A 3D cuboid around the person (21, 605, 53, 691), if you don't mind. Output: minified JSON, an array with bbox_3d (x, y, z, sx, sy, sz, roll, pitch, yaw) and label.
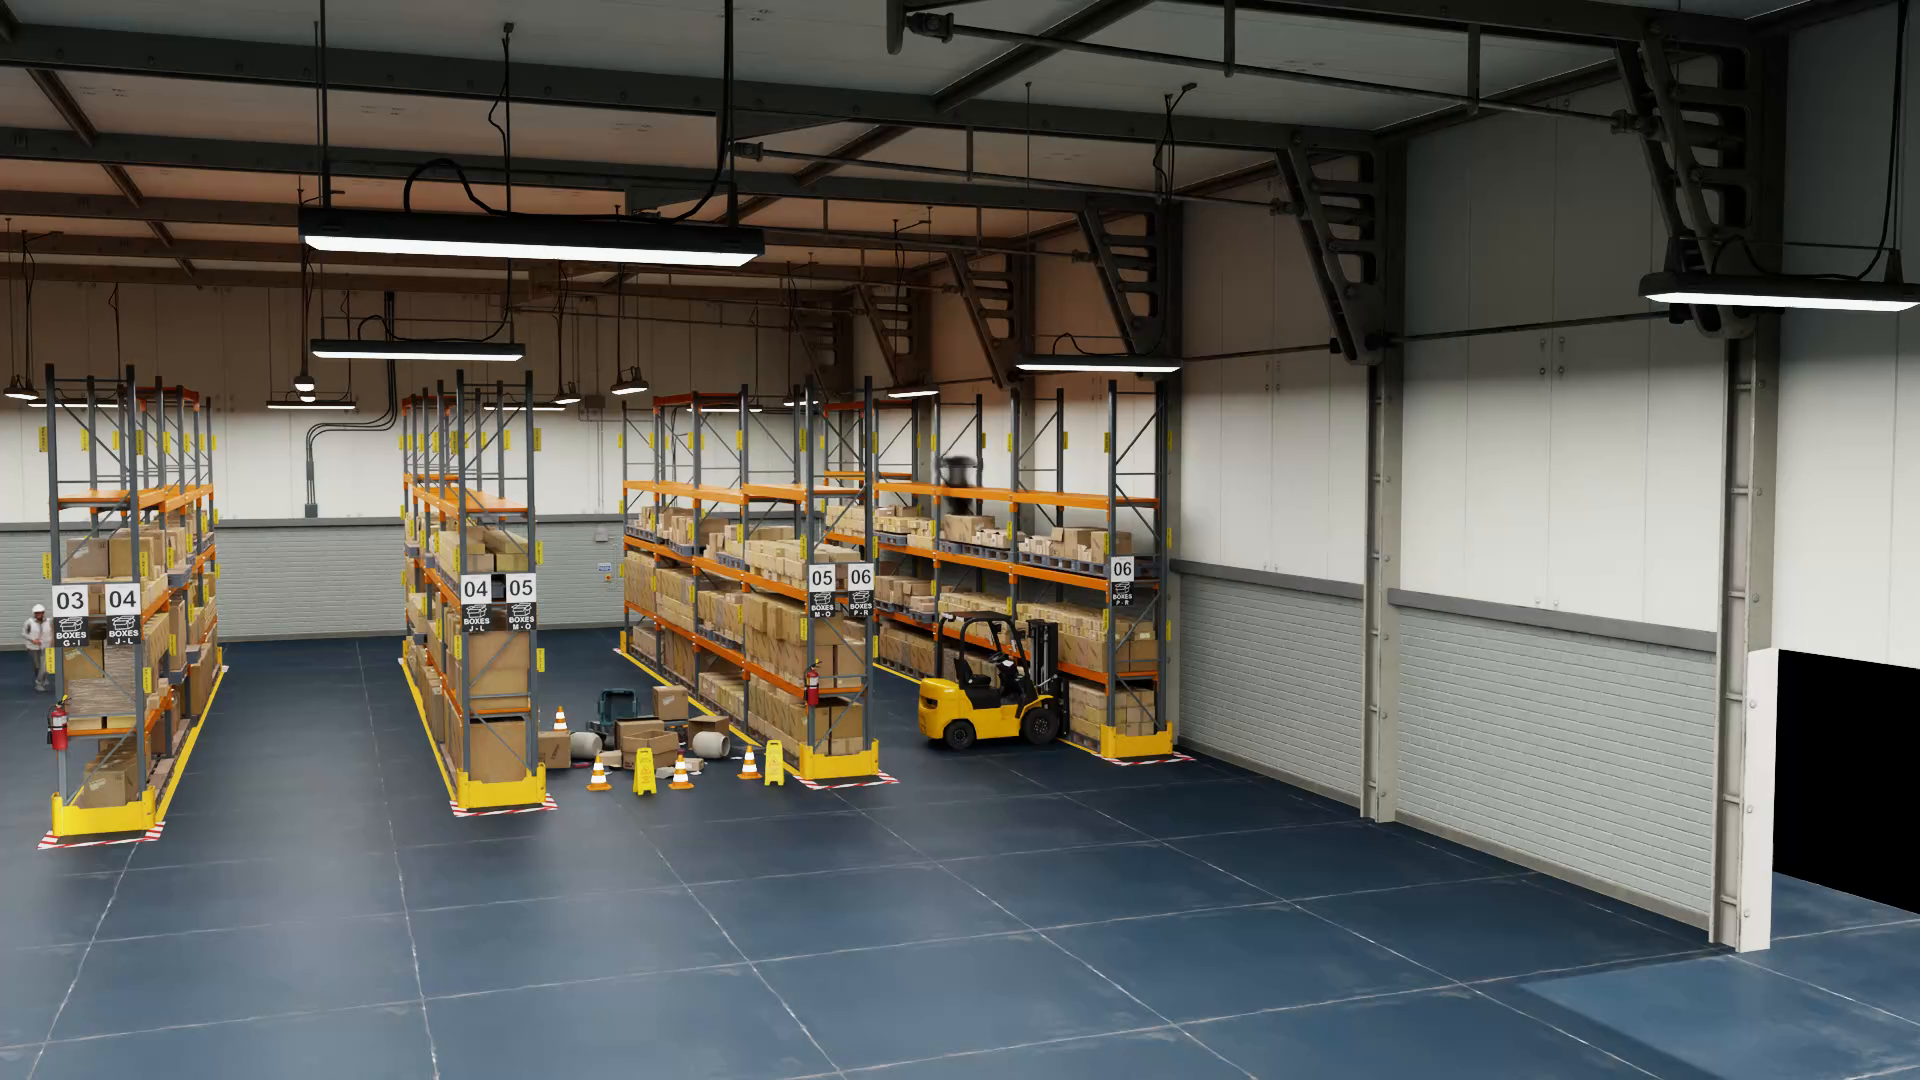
[{"bbox_3d":[-18.602,2.161,33.557,0.641,1.739,0.826,-2,4,-36],"label":"person"}]
